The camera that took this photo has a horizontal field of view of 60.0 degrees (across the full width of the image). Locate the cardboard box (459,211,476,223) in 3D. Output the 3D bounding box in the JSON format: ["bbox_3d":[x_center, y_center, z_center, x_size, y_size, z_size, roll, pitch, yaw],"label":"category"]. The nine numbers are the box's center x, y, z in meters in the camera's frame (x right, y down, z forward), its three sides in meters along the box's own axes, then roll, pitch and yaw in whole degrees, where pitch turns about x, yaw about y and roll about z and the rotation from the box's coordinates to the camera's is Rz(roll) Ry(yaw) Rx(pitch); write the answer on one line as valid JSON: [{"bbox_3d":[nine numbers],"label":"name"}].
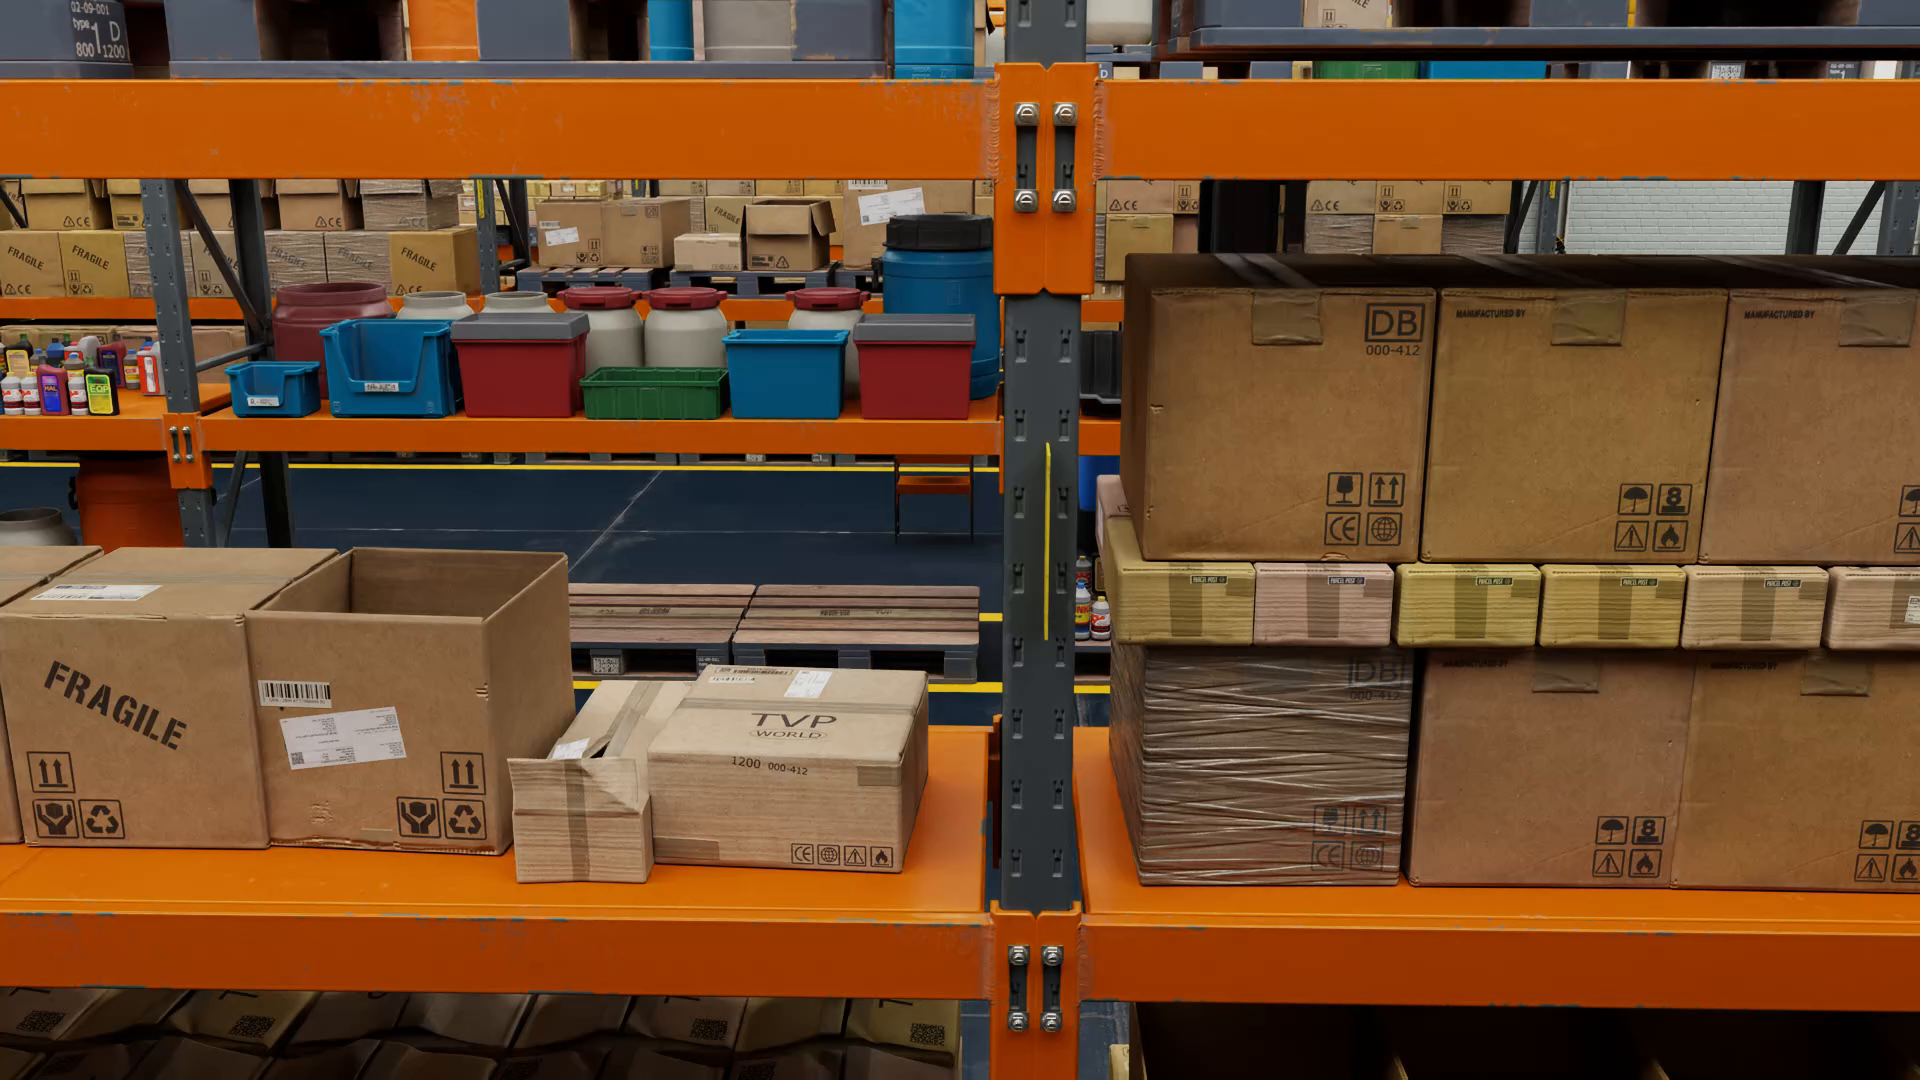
[{"bbox_3d":[-5.149,-3.408,17.546,0.250,0.149,0.380,1,15,3],"label":"cardboard box"}]

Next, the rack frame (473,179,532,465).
[{"bbox_3d":[-3.590,-2.166,13.172,0.127,3.000,1.000,0,15,1],"label":"rack frame"}]

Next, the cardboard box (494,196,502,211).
[{"bbox_3d":[-4.896,-3.550,17.500,0.250,0.149,0.380,0,15,1],"label":"cardboard box"}]

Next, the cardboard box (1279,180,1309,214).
[{"bbox_3d":[2.352,-2.742,12.612,0.500,0.500,0.500,0,15,1],"label":"cardboard box"}]

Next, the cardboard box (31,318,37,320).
[{"bbox_3d":[-10.069,-2.358,18.079,0.250,0.149,0.380,1,15,3],"label":"cardboard box"}]

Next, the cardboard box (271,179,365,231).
[{"bbox_3d":[-4.972,-2.714,13.083,0.637,0.503,0.797,1,15,3],"label":"cardboard box"}]

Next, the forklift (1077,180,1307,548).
[{"bbox_3d":[2.244,-1.426,10.500,3.031,2.935,1.130,0,15,0],"label":"forklift"}]

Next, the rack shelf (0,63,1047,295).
[{"bbox_3d":[-1.847,-0.730,3.256,4.000,0.370,1.077,0,15,1],"label":"rack shelf"}]

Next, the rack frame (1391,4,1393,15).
[{"bbox_3d":[4.635,-6.279,17.001,0.127,3.000,1.000,0,15,1],"label":"rack frame"}]

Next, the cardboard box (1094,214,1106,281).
[{"bbox_3d":[0.857,-2.314,12.951,0.500,0.500,0.875,0,15,1],"label":"cardboard box"}]

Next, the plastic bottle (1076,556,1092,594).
[{"bbox_3d":[0.653,0.186,8.878,0.097,0.201,0.097,0,15,0],"label":"plastic bottle"}]

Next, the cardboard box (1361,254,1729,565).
[{"bbox_3d":[1.101,-0.286,3.303,0.500,0.500,0.700,0,15,1],"label":"cardboard box"}]

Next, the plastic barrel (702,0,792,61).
[{"bbox_3d":[-0.885,-2.522,7.658,0.600,0.901,0.600,0,15,0],"label":"plastic barrel"}]

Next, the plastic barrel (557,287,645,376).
[{"bbox_3d":[-1.834,-1.013,8.532,0.433,0.535,0.433,0,15,0],"label":"plastic barrel"}]

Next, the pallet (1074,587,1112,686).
[{"bbox_3d":[0.953,0.486,8.584,1.213,0.211,1.003,0,15,1],"label":"pallet"}]

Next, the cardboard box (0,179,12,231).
[{"bbox_3d":[-8.061,-2.695,13.415,0.500,0.500,0.500,0,15,1],"label":"cardboard box"}]

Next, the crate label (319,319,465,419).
[{"bbox_3d":[-2.730,-0.845,8.094,0.616,0.435,0.502,0,15,1],"label":"crate label"}]

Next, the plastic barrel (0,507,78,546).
[{"bbox_3d":[-4.772,0.117,8.571,0.421,0.512,0.421,0,15,0],"label":"plastic barrel"}]

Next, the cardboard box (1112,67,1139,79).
[{"bbox_3d":[1.381,-3.448,12.442,0.500,0.250,0.500,0,15,1],"label":"cardboard box"}]

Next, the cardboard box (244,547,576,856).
[{"bbox_3d":[-1.142,0.325,3.532,0.500,0.500,0.500,1,15,5],"label":"cardboard box"}]

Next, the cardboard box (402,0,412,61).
[{"bbox_3d":[-4.201,-3.855,12.668,0.637,0.503,0.797,1,15,5],"label":"cardboard box"}]

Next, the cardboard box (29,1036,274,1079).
[{"bbox_3d":[-1.781,1.302,3.493,0.500,0.311,0.500,0,15,1],"label":"cardboard box"}]

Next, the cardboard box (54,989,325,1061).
[{"bbox_3d":[-1.791,1.165,4.011,0.500,0.311,0.500,1,15,3],"label":"cardboard box"}]

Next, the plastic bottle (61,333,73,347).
[{"bbox_3d":[-4.736,-0.948,8.781,0.133,0.283,0.061,0,15,1],"label":"plastic bottle"}]

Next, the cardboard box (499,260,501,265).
[{"bbox_3d":[-6.713,-3.912,23.129,0.875,0.875,0.875,1,15,3],"label":"cardboard box"}]

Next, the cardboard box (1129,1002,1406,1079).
[{"bbox_3d":[0.608,1.233,3.385,0.500,0.500,0.500,0,15,1],"label":"cardboard box"}]

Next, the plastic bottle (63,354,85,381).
[{"bbox_3d":[-4.588,-0.864,8.623,0.097,0.201,0.097,0,15,0],"label":"plastic bottle"}]

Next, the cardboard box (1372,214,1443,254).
[{"bbox_3d":[3.356,-2.290,12.860,0.500,0.500,0.875,0,15,1],"label":"cardboard box"}]

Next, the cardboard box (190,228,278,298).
[{"bbox_3d":[-5.615,-2.166,12.973,0.500,0.500,0.500,1,15,2],"label":"cardboard box"}]

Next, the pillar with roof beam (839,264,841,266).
[{"bbox_3d":[-1.997,-7.984,23.461,0.400,9.000,9.100,0,15,1],"label":"pillar with roof beam"}]

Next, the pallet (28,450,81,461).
[{"bbox_3d":[-6.815,-0.858,13.680,1.213,0.211,1.003,0,15,1],"label":"pallet"}]

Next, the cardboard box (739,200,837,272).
[{"bbox_3d":[-1.326,-2.381,12.960,0.637,0.503,0.797,2,15,7],"label":"cardboard box"}]

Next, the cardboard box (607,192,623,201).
[{"bbox_3d":[-3.840,-3.710,18.110,0.250,0.149,0.380,1,15,4],"label":"cardboard box"}]

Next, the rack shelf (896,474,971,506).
[{"bbox_3d":[-0.165,-0.324,10.759,0.480,0.148,0.258,0,15,1],"label":"rack shelf"}]

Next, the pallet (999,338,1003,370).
[{"bbox_3d":[-0.137,-2.042,18.167,1.213,0.211,1.003,0,15,1],"label":"pallet"}]

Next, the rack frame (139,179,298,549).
[{"bbox_3d":[-3.716,-0.903,8.384,0.127,3.000,1.000,0,15,1],"label":"rack frame"}]

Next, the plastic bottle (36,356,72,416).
[{"bbox_3d":[-4.362,-0.742,8.002,0.133,0.283,0.061,0,15,1],"label":"plastic bottle"}]

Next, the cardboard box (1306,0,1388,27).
[{"bbox_3d":[2.852,-3.944,12.271,0.500,0.500,0.500,0,15,1],"label":"cardboard box"}]

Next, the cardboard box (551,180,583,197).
[{"bbox_3d":[-4.115,-3.688,17.443,0.250,0.149,0.380,0,15,1],"label":"cardboard box"}]

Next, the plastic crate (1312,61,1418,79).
[{"bbox_3d":[1.853,-2.146,7.628,0.450,0.188,0.336,0,15,1],"label":"plastic crate"}]

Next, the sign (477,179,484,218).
[{"bbox_3d":[-3.601,-2.585,12.487,0.005,0.325,0.100,0,15,1],"label":"sign"}]

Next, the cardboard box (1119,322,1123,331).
[{"bbox_3d":[2.165,-2.554,17.980,0.875,0.875,0.875,0,15,2],"label":"cardboard box"}]

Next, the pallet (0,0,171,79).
[{"bbox_3d":[-2.048,-1.011,3.283,1.213,0.211,1.003,1,15,4],"label":"pallet"}]

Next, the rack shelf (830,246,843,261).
[{"bbox_3d":[-1.363,-3.070,18.006,4.000,0.370,1.077,0,15,1],"label":"rack shelf"}]

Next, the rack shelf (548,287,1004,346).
[{"bbox_3d":[-1.590,-1.806,13.214,4.000,0.370,1.077,0,15,1],"label":"rack shelf"}]

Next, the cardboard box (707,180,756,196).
[{"bbox_3d":[-2.408,-3.954,17.791,0.500,0.500,0.700,0,15,1],"label":"cardboard box"}]

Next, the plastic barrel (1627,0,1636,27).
[{"bbox_3d":[3.138,-2.571,7.632,0.600,0.588,0.600,0,15,0],"label":"plastic barrel"}]

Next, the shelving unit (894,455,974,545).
[{"bbox_3d":[-0.165,-0.581,10.691,0.503,1.200,0.258,0,15,1],"label":"shelving unit"}]

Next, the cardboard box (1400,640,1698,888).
[{"bbox_3d":[1.123,0.341,3.473,0.500,0.500,0.700,0,15,1],"label":"cardboard box"}]

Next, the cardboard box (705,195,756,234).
[{"bbox_3d":[-2.412,-3.405,17.669,0.500,0.500,0.500,0,15,1],"label":"cardboard box"}]

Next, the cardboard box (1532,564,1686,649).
[{"bbox_3d":[1.187,0.079,3.192,0.250,0.149,0.380,0,15,1],"label":"cardboard box"}]

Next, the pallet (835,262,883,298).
[{"bbox_3d":[-0.351,-2.090,13.257,1.213,0.211,1.003,0,15,1],"label":"pallet"}]
